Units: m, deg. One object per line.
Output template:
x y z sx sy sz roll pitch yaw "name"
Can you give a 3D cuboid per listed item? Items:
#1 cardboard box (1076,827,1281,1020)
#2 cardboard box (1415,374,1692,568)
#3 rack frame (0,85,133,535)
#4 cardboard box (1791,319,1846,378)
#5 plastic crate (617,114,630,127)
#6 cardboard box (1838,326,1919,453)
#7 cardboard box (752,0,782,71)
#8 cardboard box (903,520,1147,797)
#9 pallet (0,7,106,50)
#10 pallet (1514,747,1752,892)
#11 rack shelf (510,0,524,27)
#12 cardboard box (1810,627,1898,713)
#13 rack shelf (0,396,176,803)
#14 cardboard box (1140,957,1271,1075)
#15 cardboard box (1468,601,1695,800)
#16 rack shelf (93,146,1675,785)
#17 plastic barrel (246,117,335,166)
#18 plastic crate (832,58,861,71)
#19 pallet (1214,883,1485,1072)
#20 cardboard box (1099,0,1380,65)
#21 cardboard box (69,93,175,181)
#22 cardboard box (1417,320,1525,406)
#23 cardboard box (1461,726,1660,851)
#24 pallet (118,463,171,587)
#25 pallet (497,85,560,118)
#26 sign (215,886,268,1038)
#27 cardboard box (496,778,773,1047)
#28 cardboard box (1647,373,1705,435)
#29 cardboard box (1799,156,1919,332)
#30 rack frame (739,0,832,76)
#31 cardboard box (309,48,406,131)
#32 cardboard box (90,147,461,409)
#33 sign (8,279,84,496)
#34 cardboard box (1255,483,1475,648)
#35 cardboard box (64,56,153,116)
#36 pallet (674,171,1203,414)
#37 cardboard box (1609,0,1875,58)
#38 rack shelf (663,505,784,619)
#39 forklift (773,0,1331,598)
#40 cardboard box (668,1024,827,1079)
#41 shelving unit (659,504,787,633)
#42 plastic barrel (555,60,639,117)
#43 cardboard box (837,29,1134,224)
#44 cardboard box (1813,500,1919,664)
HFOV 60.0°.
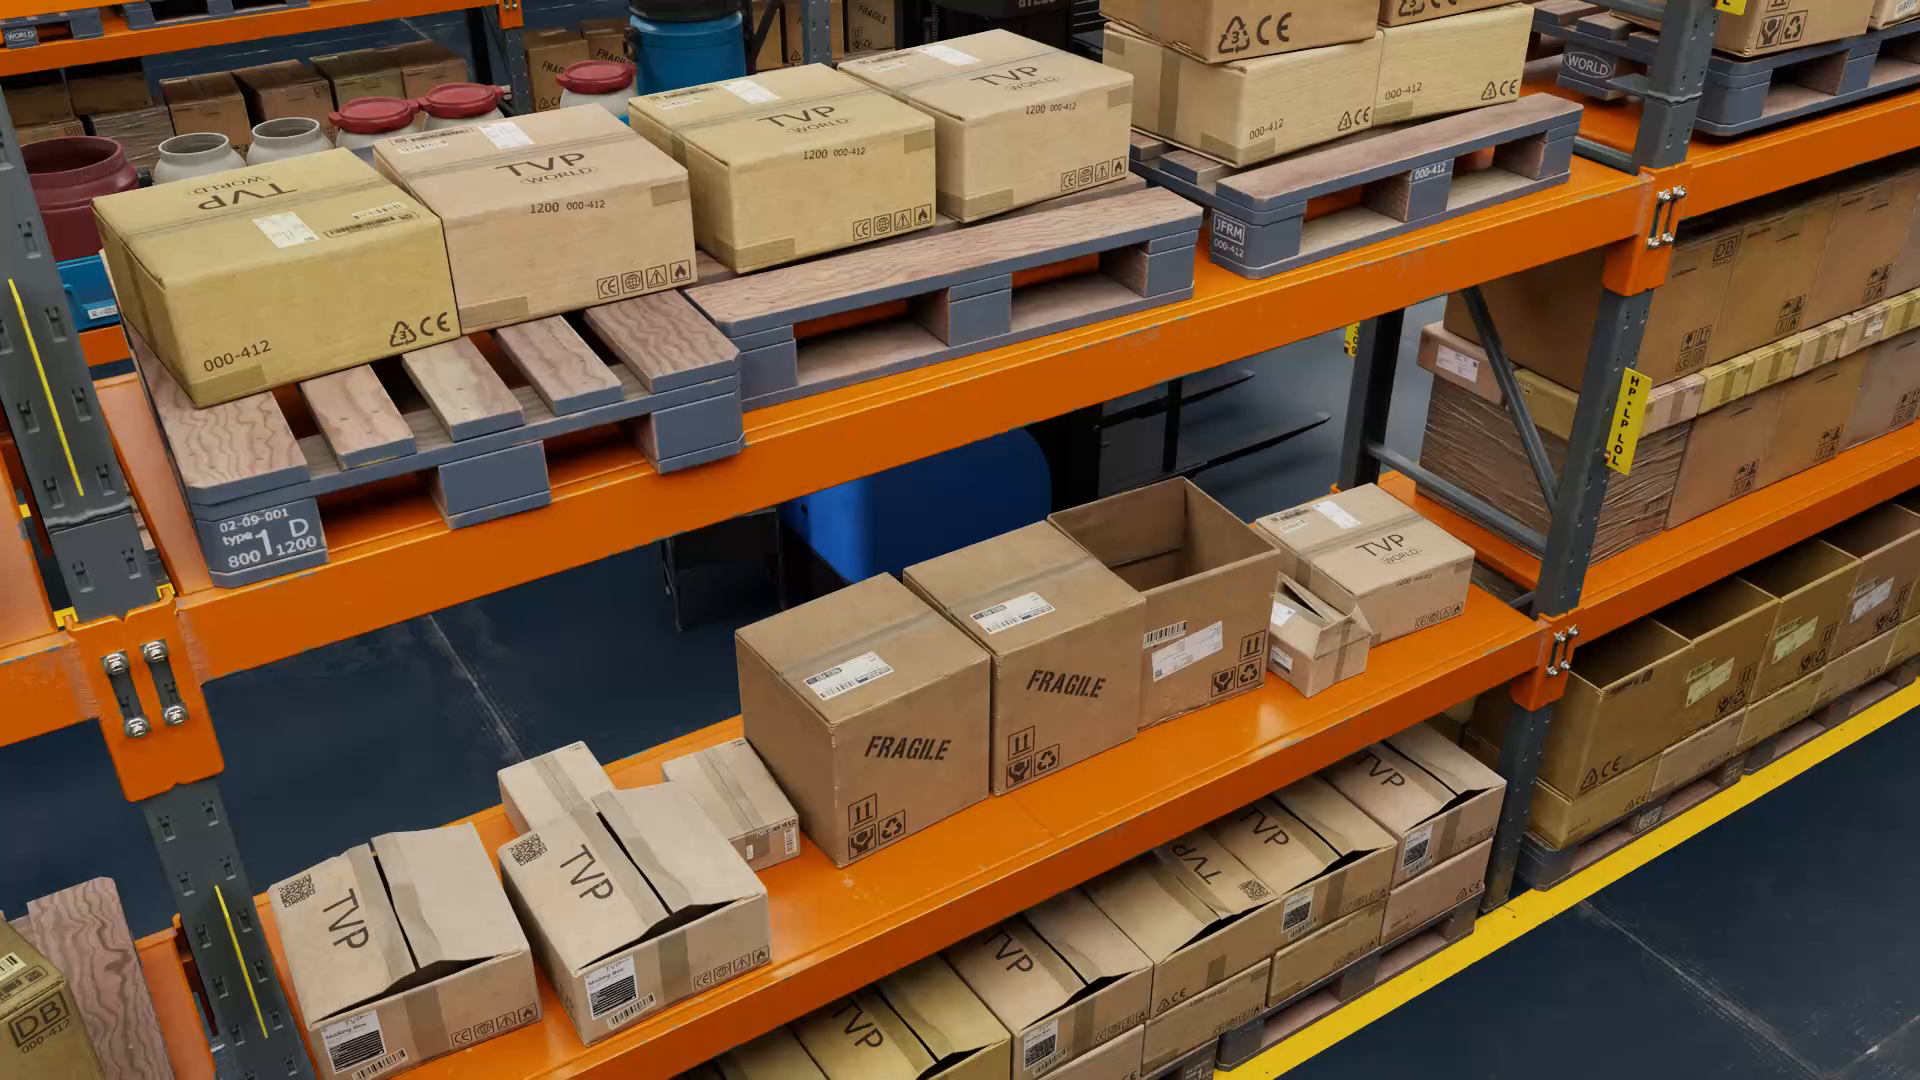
0.657 1.151 5.271 0.500 0.311 0.500 -19 37 -27 "cardboard box"
2.066 -0.312 5.840 0.500 0.500 0.700 -20 37 -28 "cardboard box"
-1.666 -1.520 2.225 0.127 3.000 1.000 -19 37 -27 "rack frame"
2.885 -0.742 5.913 0.250 0.149 0.380 -20 38 -29 "cardboard box"
-1.743 -1.896 8.459 0.575 0.384 0.392 -19 37 -27 "plastic crate"
3.359 -0.759 6.549 0.500 0.500 0.700 -18 36 -26 "cardboard box"
-1.860 -4.325 14.244 0.500 0.500 0.500 -15 35 -23 "cardboard box"
0.178 0.331 4.821 0.500 0.500 0.500 -19 37 -27 "cardboard box"
-6.488 -3.599 11.323 1.003 0.211 1.213 -19 37 -27 "pallet"
2.388 0.829 6.737 1.213 0.211 1.003 -19 37 -27 "pallet"
-1.987 -4.856 13.811 4.000 0.370 1.077 -19 37 -27 "rack shelf"
3.514 0.417 6.961 0.500 0.250 0.500 -19 37 -27 "cardboard box"
-3.347 0.631 2.301 4.000 0.370 1.077 -19 37 -27 "rack shelf"
0.649 1.390 5.419 0.500 0.250 0.500 -18 36 -26 "cardboard box"
2.256 0.536 6.070 0.500 0.500 0.500 -19 37 -27 "cardboard box"
0.015 -0.525 4.134 4.000 0.370 1.077 -19 37 -27 "rack shelf"
-3.243 -1.767 8.135 0.421 0.512 0.421 0 32 0 "plastic barrel"
-0.475 -2.429 9.347 0.504 0.338 0.767 -19 37 -27 "plastic crate"
1.098 1.271 6.037 1.213 0.211 1.003 -19 37 -27 "pallet"
0.691 -1.503 4.054 0.500 0.500 0.500 -15 35 -23 "cardboard box"
-6.018 -2.923 12.003 0.500 0.500 0.700 -22 39 -31 "cardboard box"
1.809 -0.630 5.736 0.250 0.149 0.380 -19 37 -27 "cardboard box"
2.250 0.848 6.277 0.500 0.250 0.500 -19 37 -27 "cardboard box"
-3.674 -0.232 8.420 1.213 0.211 1.003 -19 37 -27 "pallet"
-3.122 -3.613 13.779 1.213 0.211 1.003 -19 37 -27 "pallet"
-1.364 0.802 3.156 0.005 0.325 0.100 -19 37 -27 "sign"
-0.809 0.884 4.121 0.500 0.311 0.500 -19 37 -28 "cardboard box"
2.238 -0.519 5.559 0.250 0.149 0.380 -18 37 -27 "cardboard box"
2.911 -1.152 5.955 0.500 0.500 0.700 -19 37 -27 "cardboard box"
-0.984 -2.361 9.181 0.127 3.000 1.000 -19 37 -27 "rack frame"
-4.607 -3.414 12.781 0.500 0.500 0.700 -19 37 -28 "cardboard box"
-1.315 -0.522 3.201 0.500 0.250 0.500 -22 38 -31 "cardboard box"
-1.373 -0.226 2.501 0.005 0.325 0.100 -19 37 -27 "sign"
1.306 0.087 5.442 0.500 0.250 0.500 -17 36 -24 "cardboard box"
-6.043 -3.237 11.798 0.500 0.250 0.500 -15 35 -22 "cardboard box"
-0.205 -0.732 3.965 1.213 0.211 1.003 -17 36 -25 "pallet"
2.263 -1.714 4.726 0.500 0.500 0.500 -16 36 -23 "cardboard box"
-1.104 -0.006 7.629 0.480 0.518 0.431 -10 34 -15 "rack shelf"
0.529 -1.422 7.757 3.031 2.935 1.130 -19 37 -27 "forklift"
-0.629 1.590 4.575 0.500 0.311 0.500 -20 37 -28 "cardboard box"
-1.104 -0.610 7.248 0.503 2.100 0.431 -10 34 -15 "shelving unit"
-1.907 -2.240 8.863 0.433 0.535 0.433 0 32 0 "plastic barrel"
0.056 -0.996 3.954 0.500 0.250 0.500 -22 39 -31 "cardboard box"
3.515 0.101 6.759 0.500 0.500 0.500 -19 37 -27 "cardboard box"
